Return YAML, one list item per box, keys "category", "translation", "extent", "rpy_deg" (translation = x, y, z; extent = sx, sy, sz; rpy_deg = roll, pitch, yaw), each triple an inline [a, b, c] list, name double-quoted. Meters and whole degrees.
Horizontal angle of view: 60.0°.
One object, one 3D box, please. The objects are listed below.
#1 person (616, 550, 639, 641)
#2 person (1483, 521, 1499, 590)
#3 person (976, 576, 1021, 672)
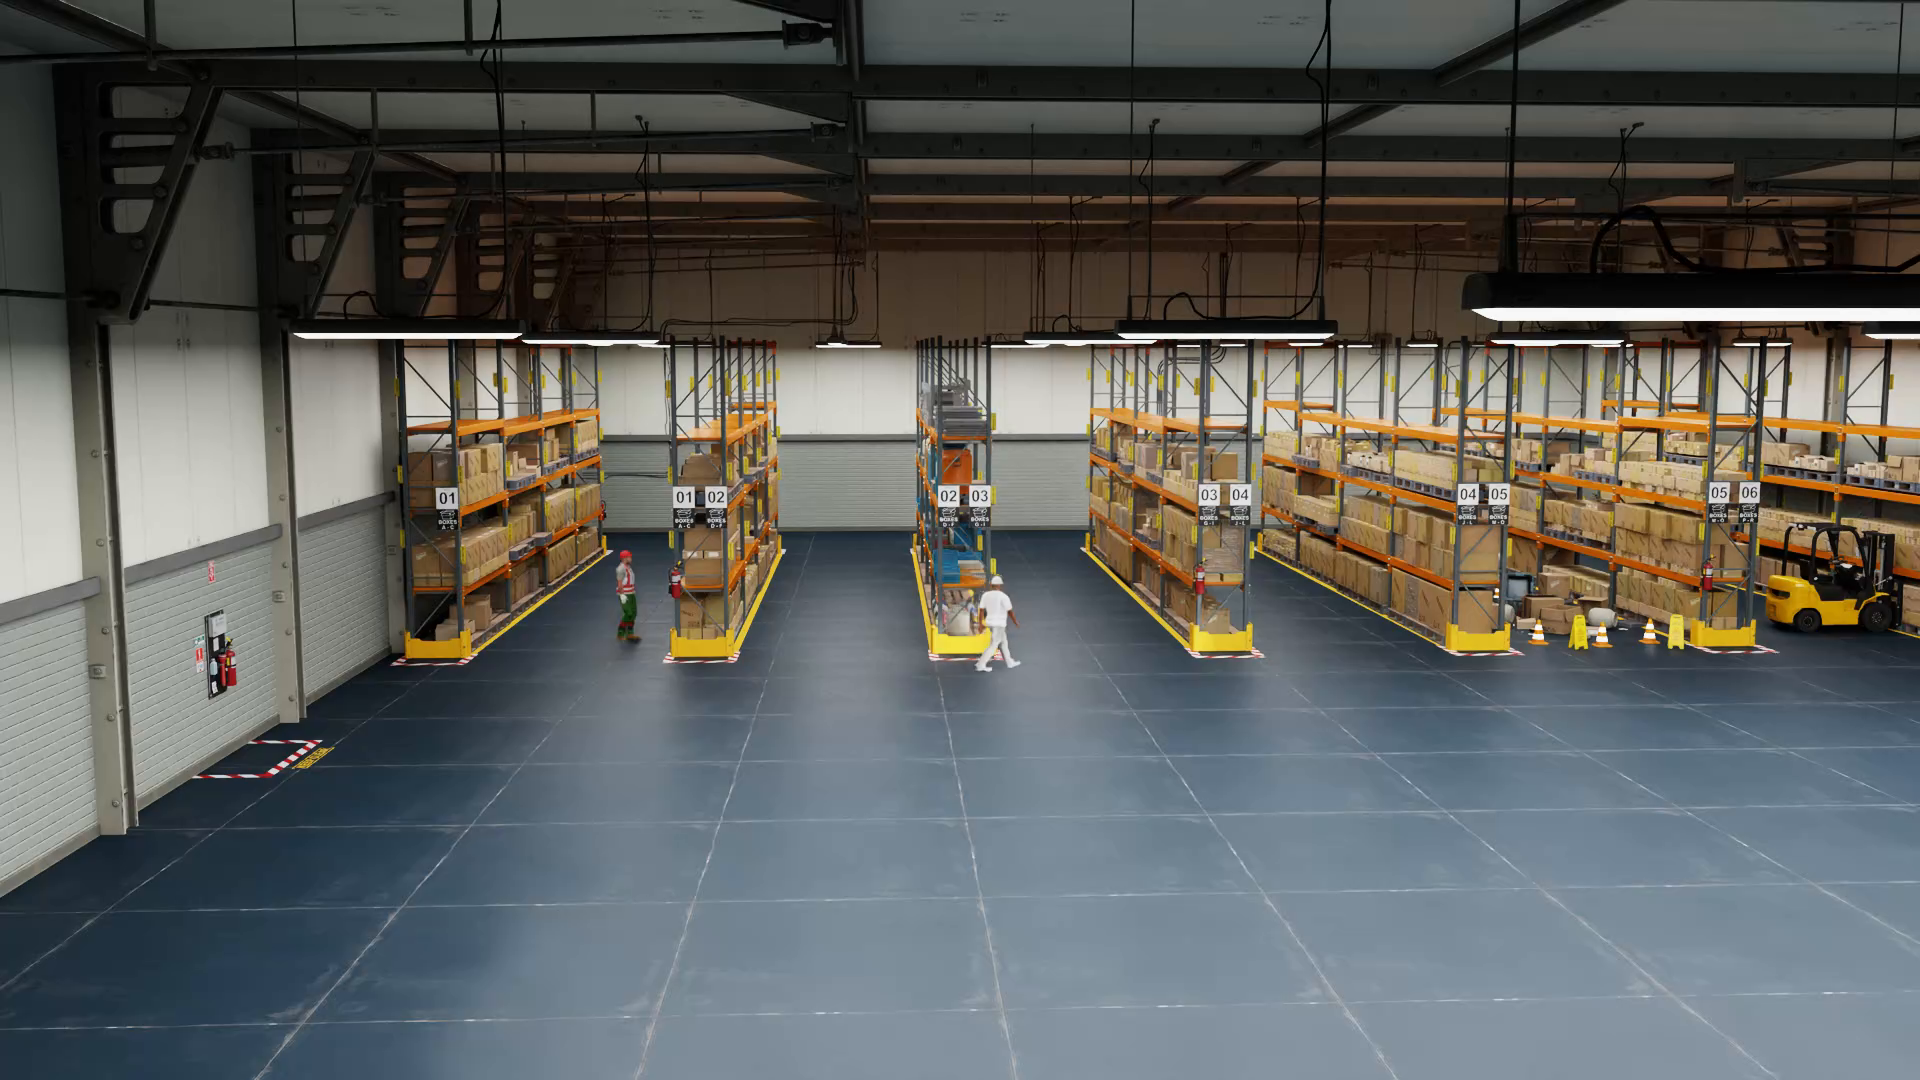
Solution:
- category: "person"
  translation: [-6.607, 1.125, 33.120]
  extent: [0.433, 1.853, 0.602]
  rpy_deg: [2, 7, 16]
- category: "person"
  translation: [12.652, 0.385, 39.785]
  extent: [0.555, 1.691, 0.738]
  rpy_deg: [-2, 7, -16]
- category: "person"
  translation: [0.724, 1.496, 29.736]
  extent: [1.042, 1.713, 0.528]
  rpy_deg: [-4, 7, -29]
